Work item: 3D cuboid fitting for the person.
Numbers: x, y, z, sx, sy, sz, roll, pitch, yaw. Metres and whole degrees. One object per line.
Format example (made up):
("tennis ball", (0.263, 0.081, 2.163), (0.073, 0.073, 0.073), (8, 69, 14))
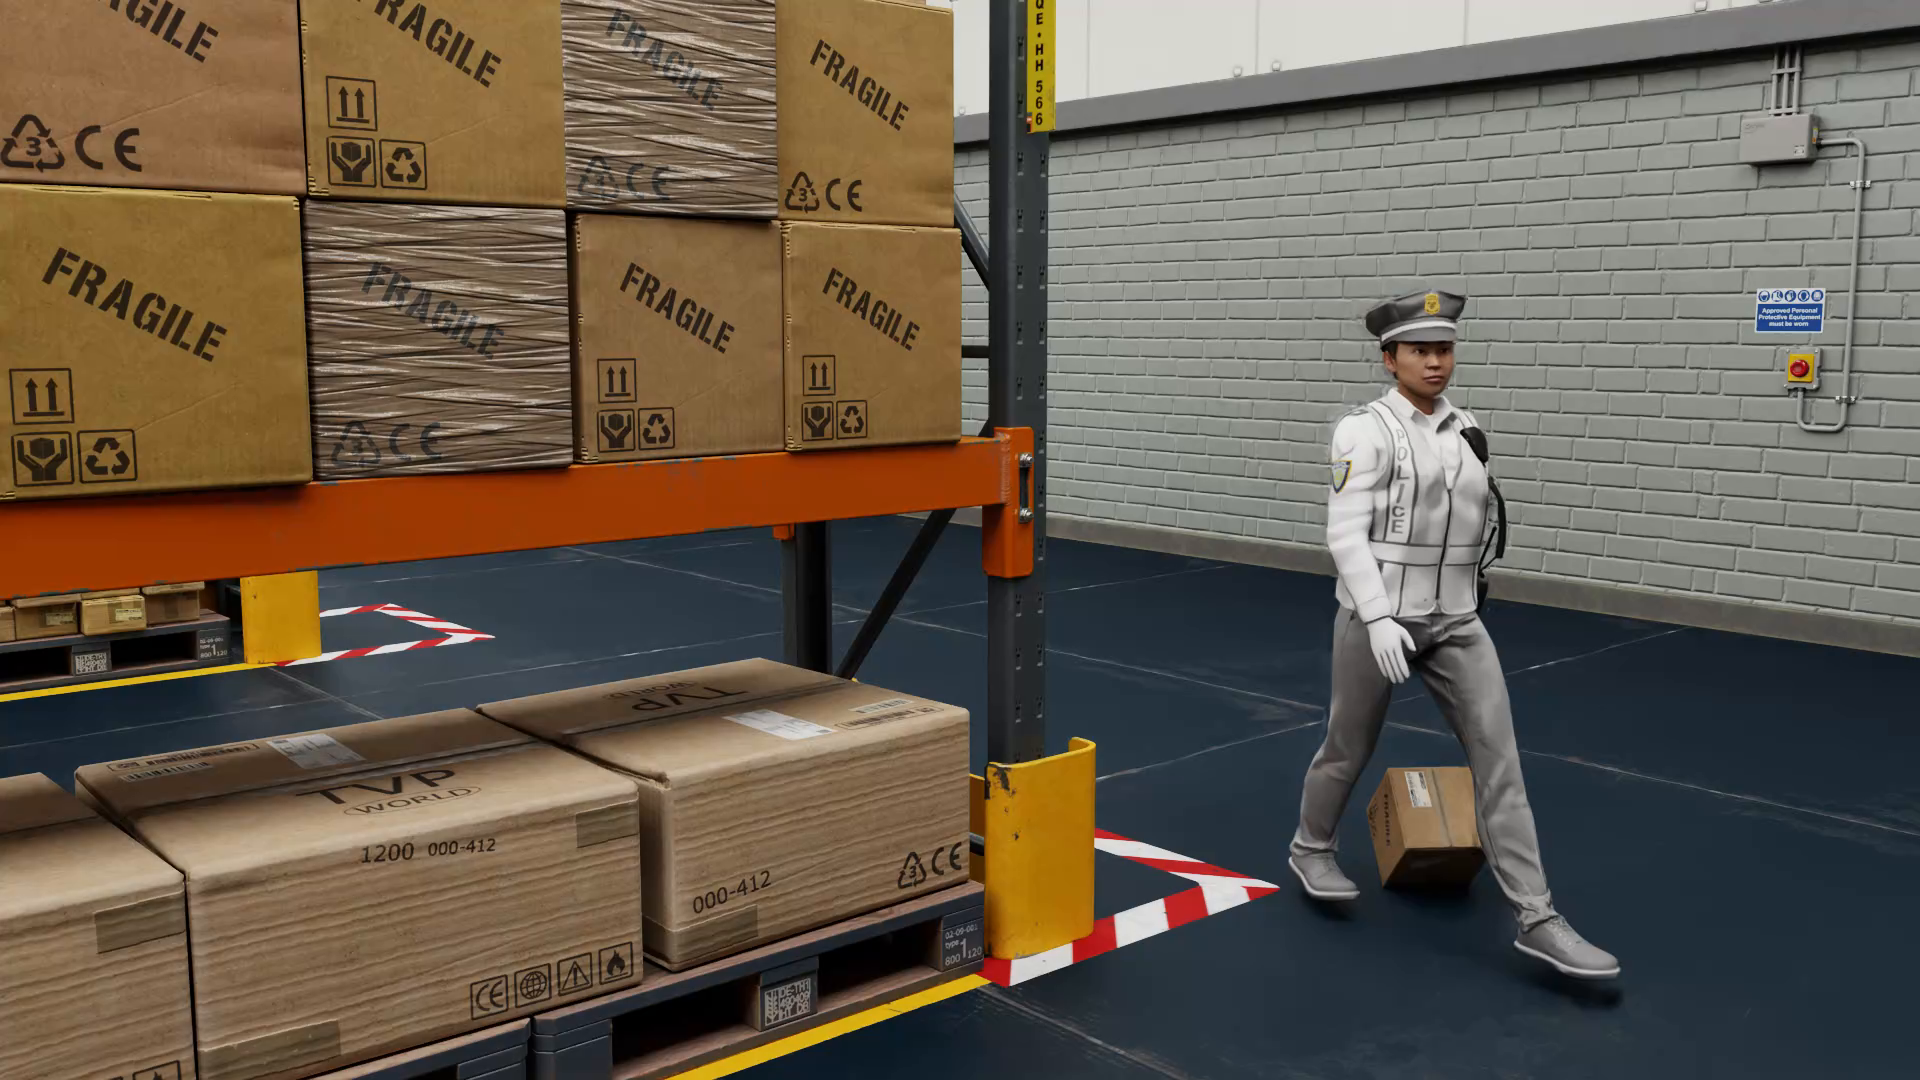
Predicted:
("person", (1.169, 0.195, 4.149), (0.523, 1.627, 0.974), (-2, 8, -18))
